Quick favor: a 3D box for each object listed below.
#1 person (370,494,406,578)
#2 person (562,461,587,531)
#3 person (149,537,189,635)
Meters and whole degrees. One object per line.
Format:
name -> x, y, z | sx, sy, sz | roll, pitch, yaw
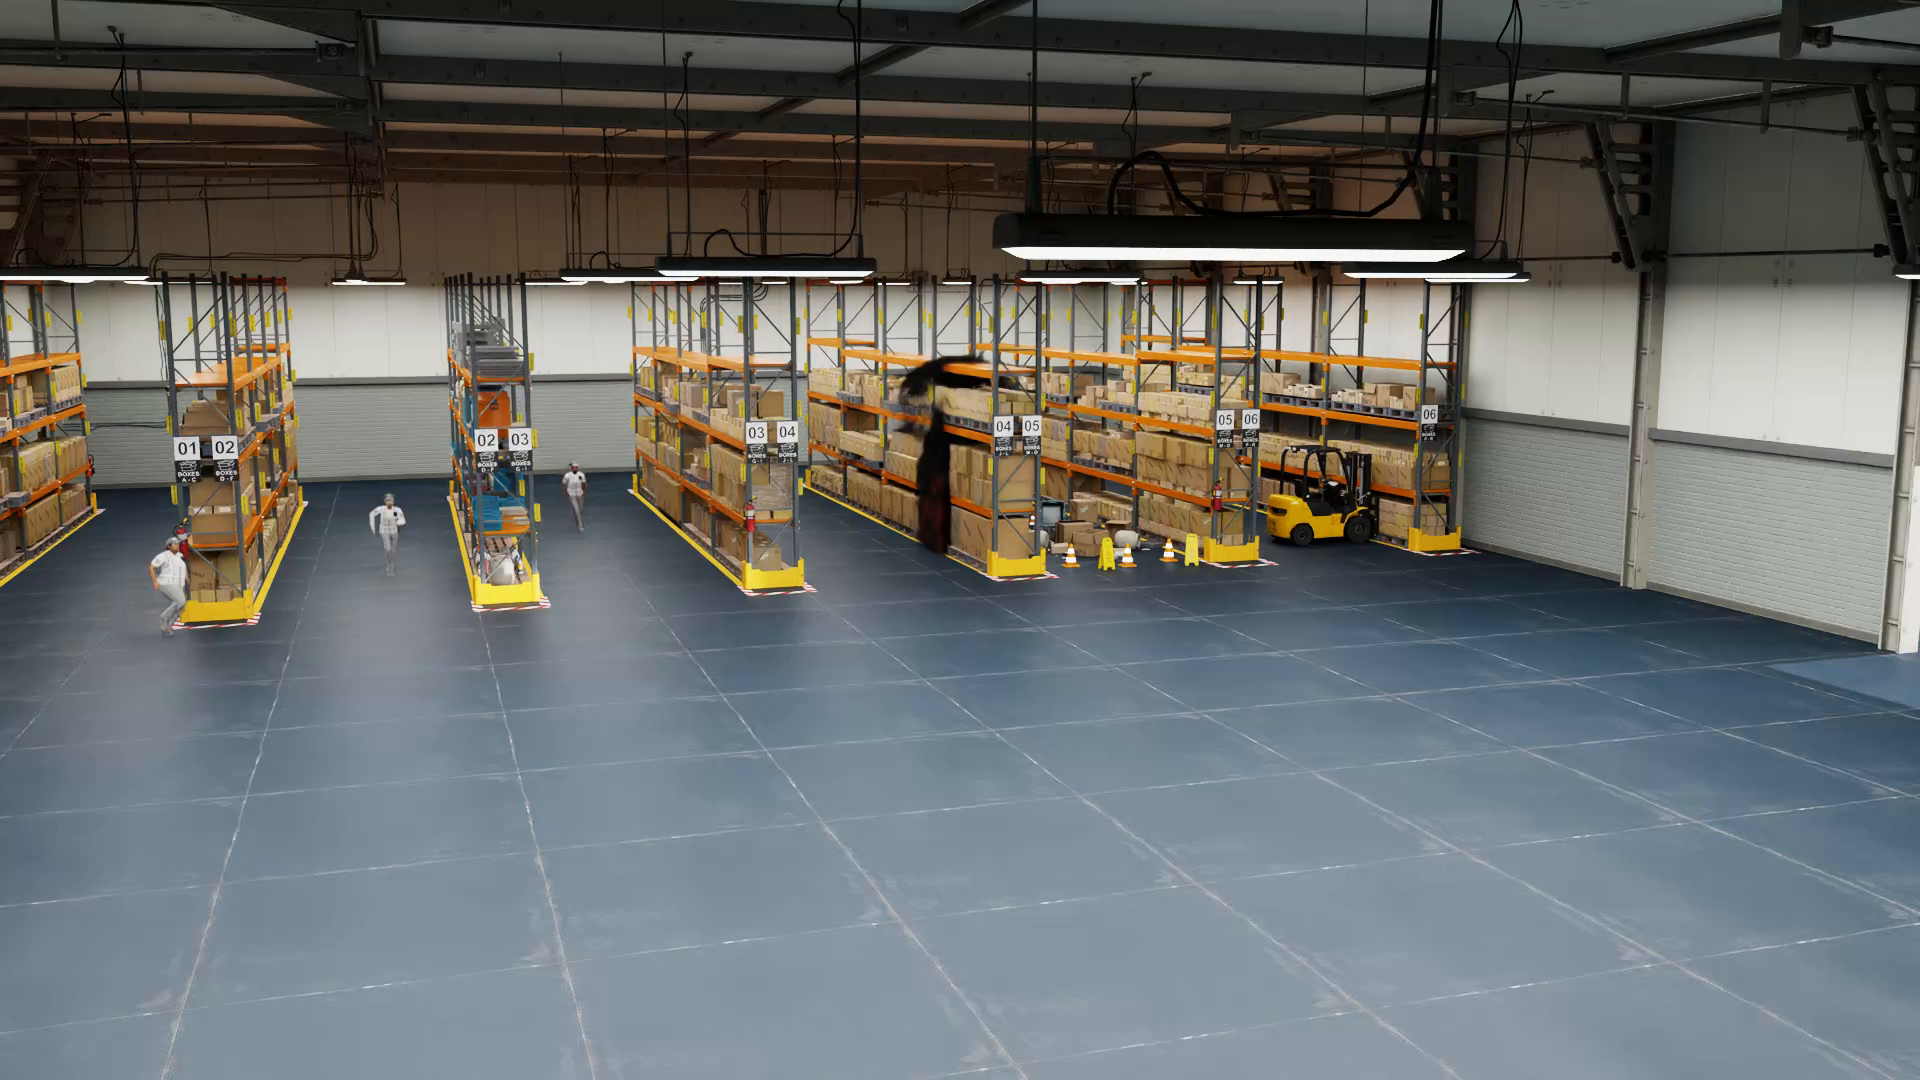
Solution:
person -> -11.400, -0.102, 33.187 | 0.638, 1.693, 0.800 | -4, 10, -26
person -> -9.193, -1.062, 39.693 | 0.599, 1.675, 0.715 | -4, 10, -26
person -> -13.087, 0.761, 27.752 | 0.565, 1.598, 0.629 | 3, 9, 17
